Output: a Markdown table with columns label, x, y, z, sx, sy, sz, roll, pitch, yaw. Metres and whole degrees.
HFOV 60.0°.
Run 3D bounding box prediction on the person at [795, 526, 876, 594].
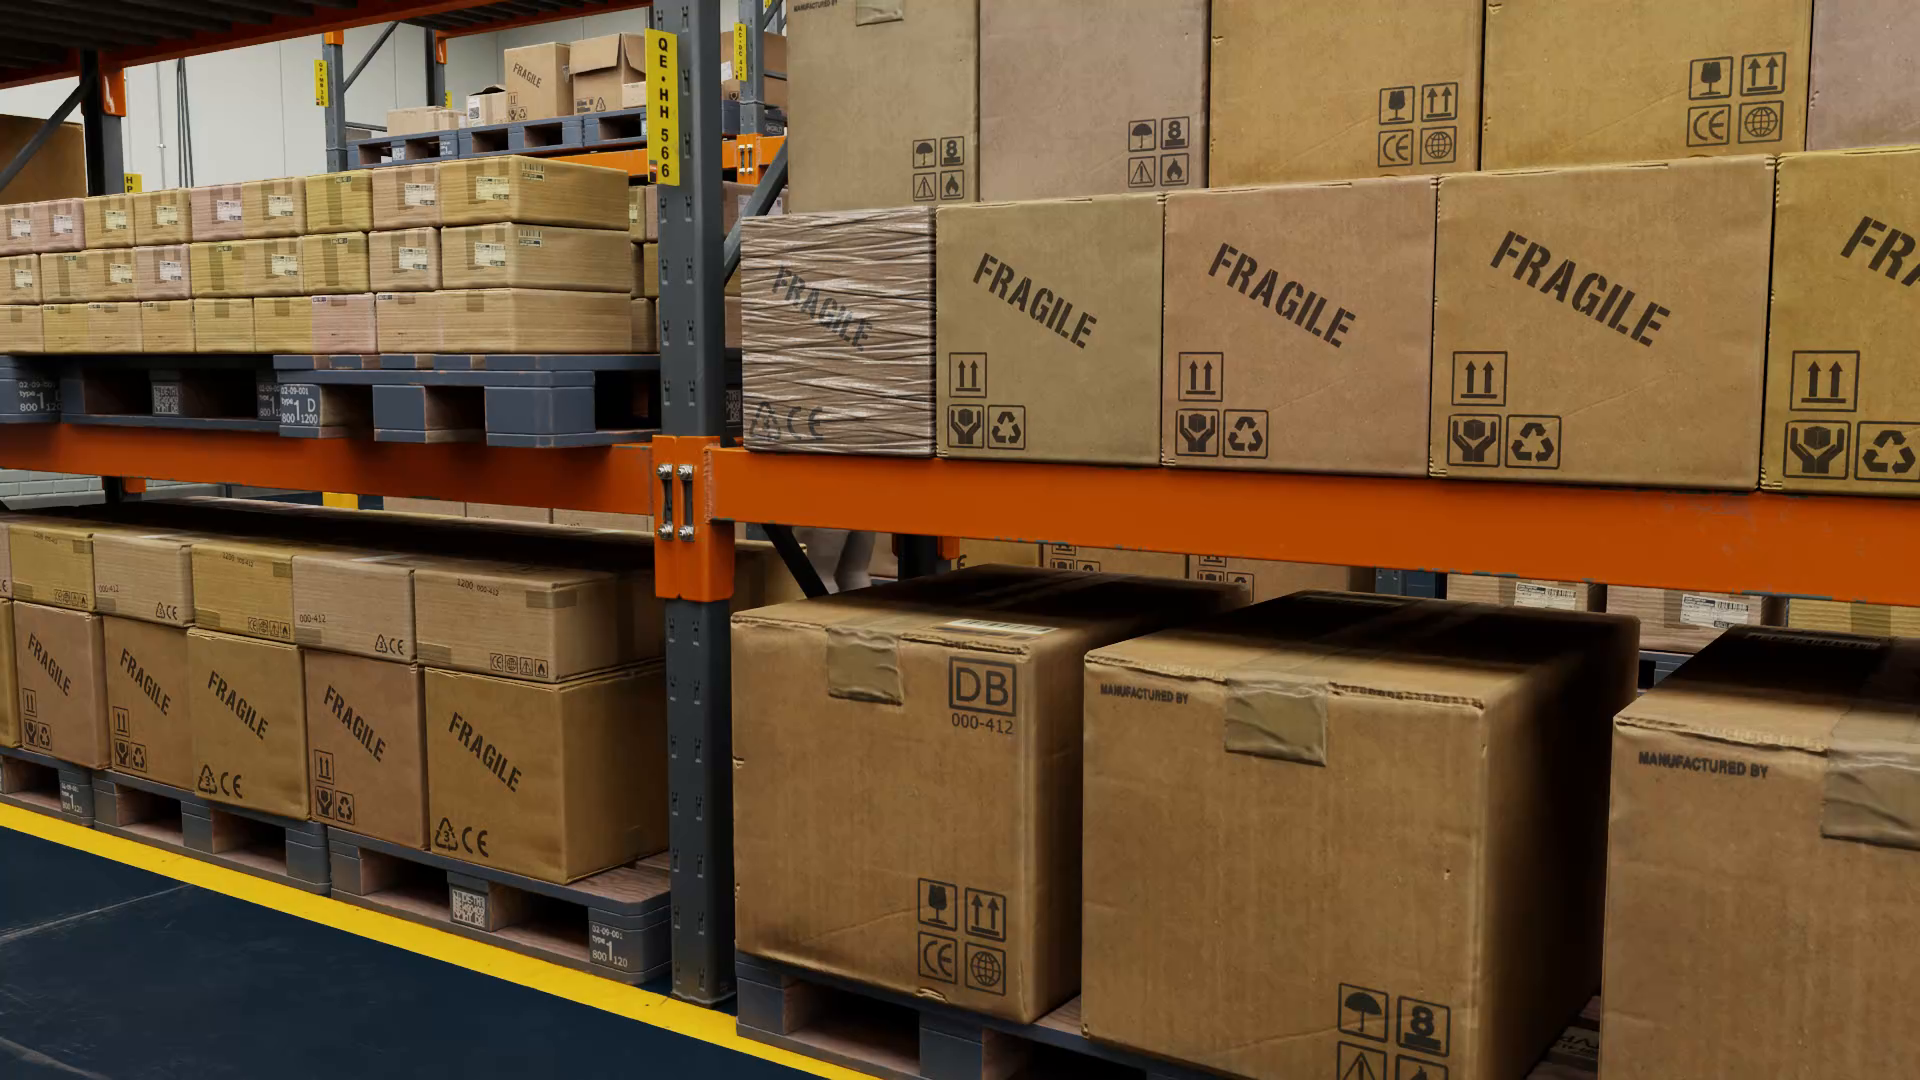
| label | x | y | z | sx | sy | sz | roll | pitch | yaw |
| --- | --- | --- | --- | --- | --- | --- | --- | --- | --- |
| person | -0.660 | -0.200 | 7.727 | 0.524 | 1.722 | 0.490 | 4 | 8 | 34 |
